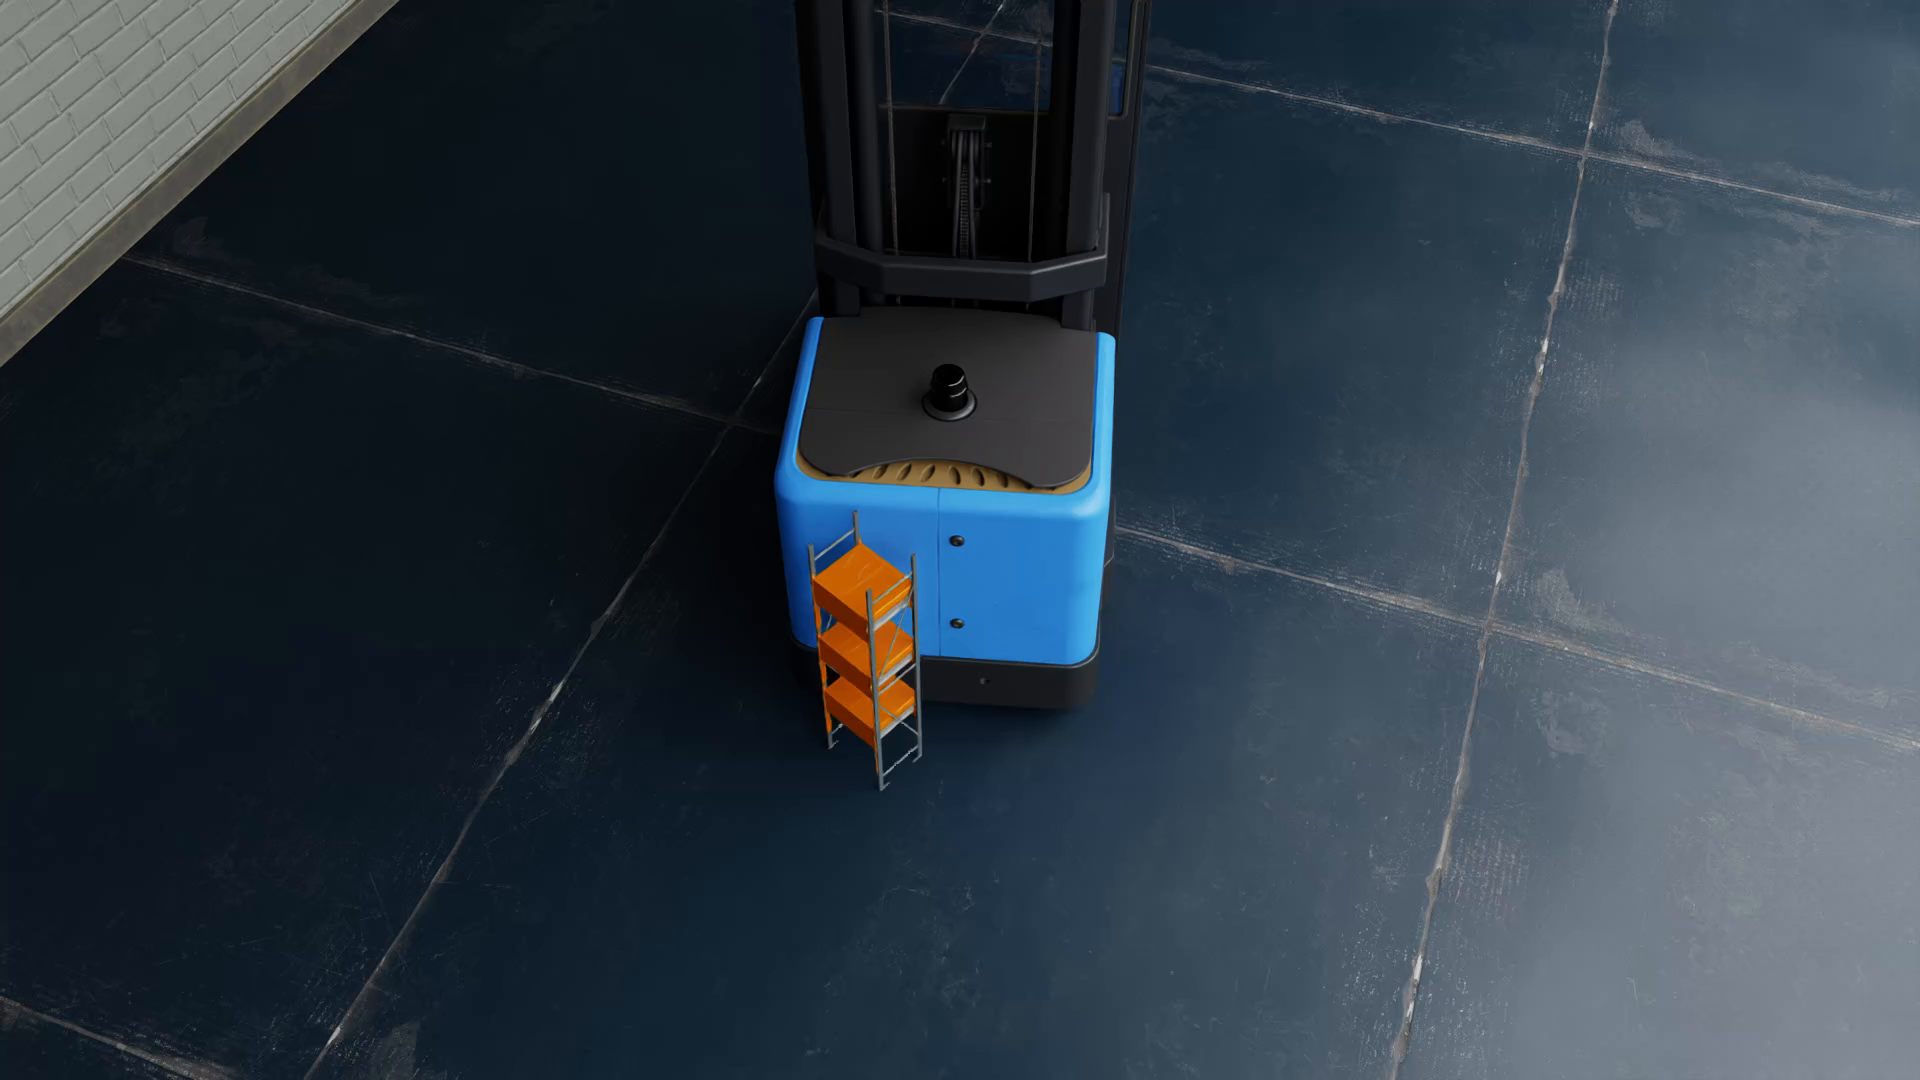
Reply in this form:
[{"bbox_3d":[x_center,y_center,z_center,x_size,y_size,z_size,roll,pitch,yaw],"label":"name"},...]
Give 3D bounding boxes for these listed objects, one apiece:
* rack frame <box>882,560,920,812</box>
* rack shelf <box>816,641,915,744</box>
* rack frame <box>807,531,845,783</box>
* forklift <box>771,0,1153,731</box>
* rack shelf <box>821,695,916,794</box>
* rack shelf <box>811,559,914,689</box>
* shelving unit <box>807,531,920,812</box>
[{"bbox_3d":[-0.177,0.475,5.140,0.008,1.050,0.200,21,51,17],"label":"rack frame"},{"bbox_3d":[-0.286,0.441,5.184,0.240,0.259,0.215,21,51,17],"label":"rack shelf"},{"bbox_3d":[-0.395,0.393,5.212,0.008,1.050,0.200,21,51,17],"label":"rack frame"},{"bbox_3d":[0.046,-1.433,5.552,1.130,2.935,3.031,3,49,3],"label":"forklift"},{"bbox_3d":[-0.288,0.627,5.390,0.240,0.259,0.215,21,51,17],"label":"rack shelf"},{"bbox_3d":[-0.283,0.251,4.973,0.240,0.259,0.215,21,51,17],"label":"rack shelf"},{"bbox_3d":[-0.286,0.434,5.176,0.252,1.050,0.215,21,51,17],"label":"shelving unit"}]
